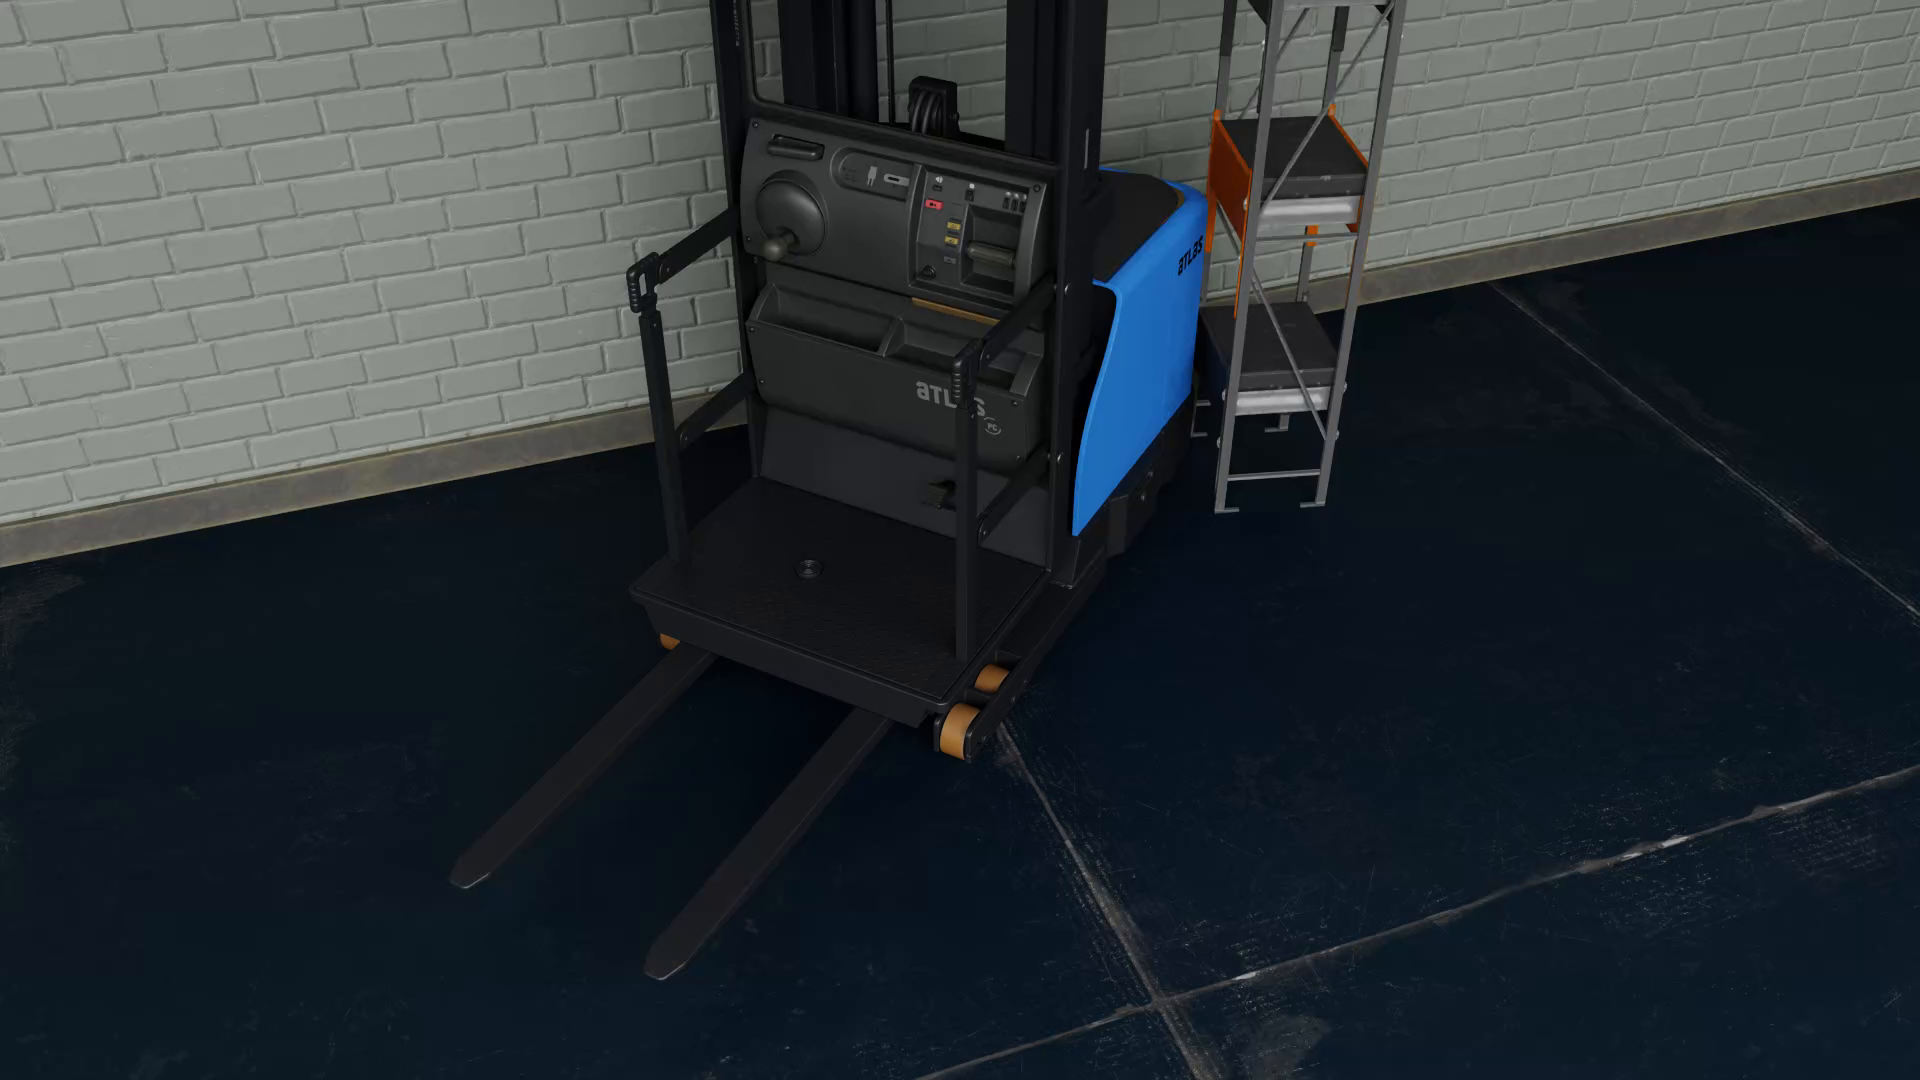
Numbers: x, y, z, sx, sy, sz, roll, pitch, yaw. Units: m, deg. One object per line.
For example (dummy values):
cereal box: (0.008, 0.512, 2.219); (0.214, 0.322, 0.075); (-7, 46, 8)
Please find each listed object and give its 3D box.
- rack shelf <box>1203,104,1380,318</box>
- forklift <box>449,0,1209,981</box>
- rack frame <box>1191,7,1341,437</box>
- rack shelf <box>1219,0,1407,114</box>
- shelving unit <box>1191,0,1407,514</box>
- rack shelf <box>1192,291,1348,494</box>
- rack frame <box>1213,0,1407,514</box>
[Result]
rack shelf: (1.069, -1.085, 5.468); (0.431, 0.518, 0.480); (-4, 37, -5)
forklift: (-0.296, -0.836, 4.424); (1.130, 2.935, 3.031); (18, 40, 22)
rack frame: (1.041, -1.242, 5.654); (0.400, 2.100, 0.015); (-4, 37, -5)
rack shelf: (1.069, -1.645, 5.047); (0.431, 0.518, 0.480); (-4, 37, -5)
shelving unit: (1.069, -1.096, 5.460); (0.431, 2.100, 0.503); (-4, 37, -5)
rack shelf: (1.069, -0.526, 5.890); (0.431, 0.518, 0.480); (-4, 37, -5)
rack frame: (1.097, -0.950, 5.267); (0.400, 2.100, 0.015); (-4, 37, -5)
